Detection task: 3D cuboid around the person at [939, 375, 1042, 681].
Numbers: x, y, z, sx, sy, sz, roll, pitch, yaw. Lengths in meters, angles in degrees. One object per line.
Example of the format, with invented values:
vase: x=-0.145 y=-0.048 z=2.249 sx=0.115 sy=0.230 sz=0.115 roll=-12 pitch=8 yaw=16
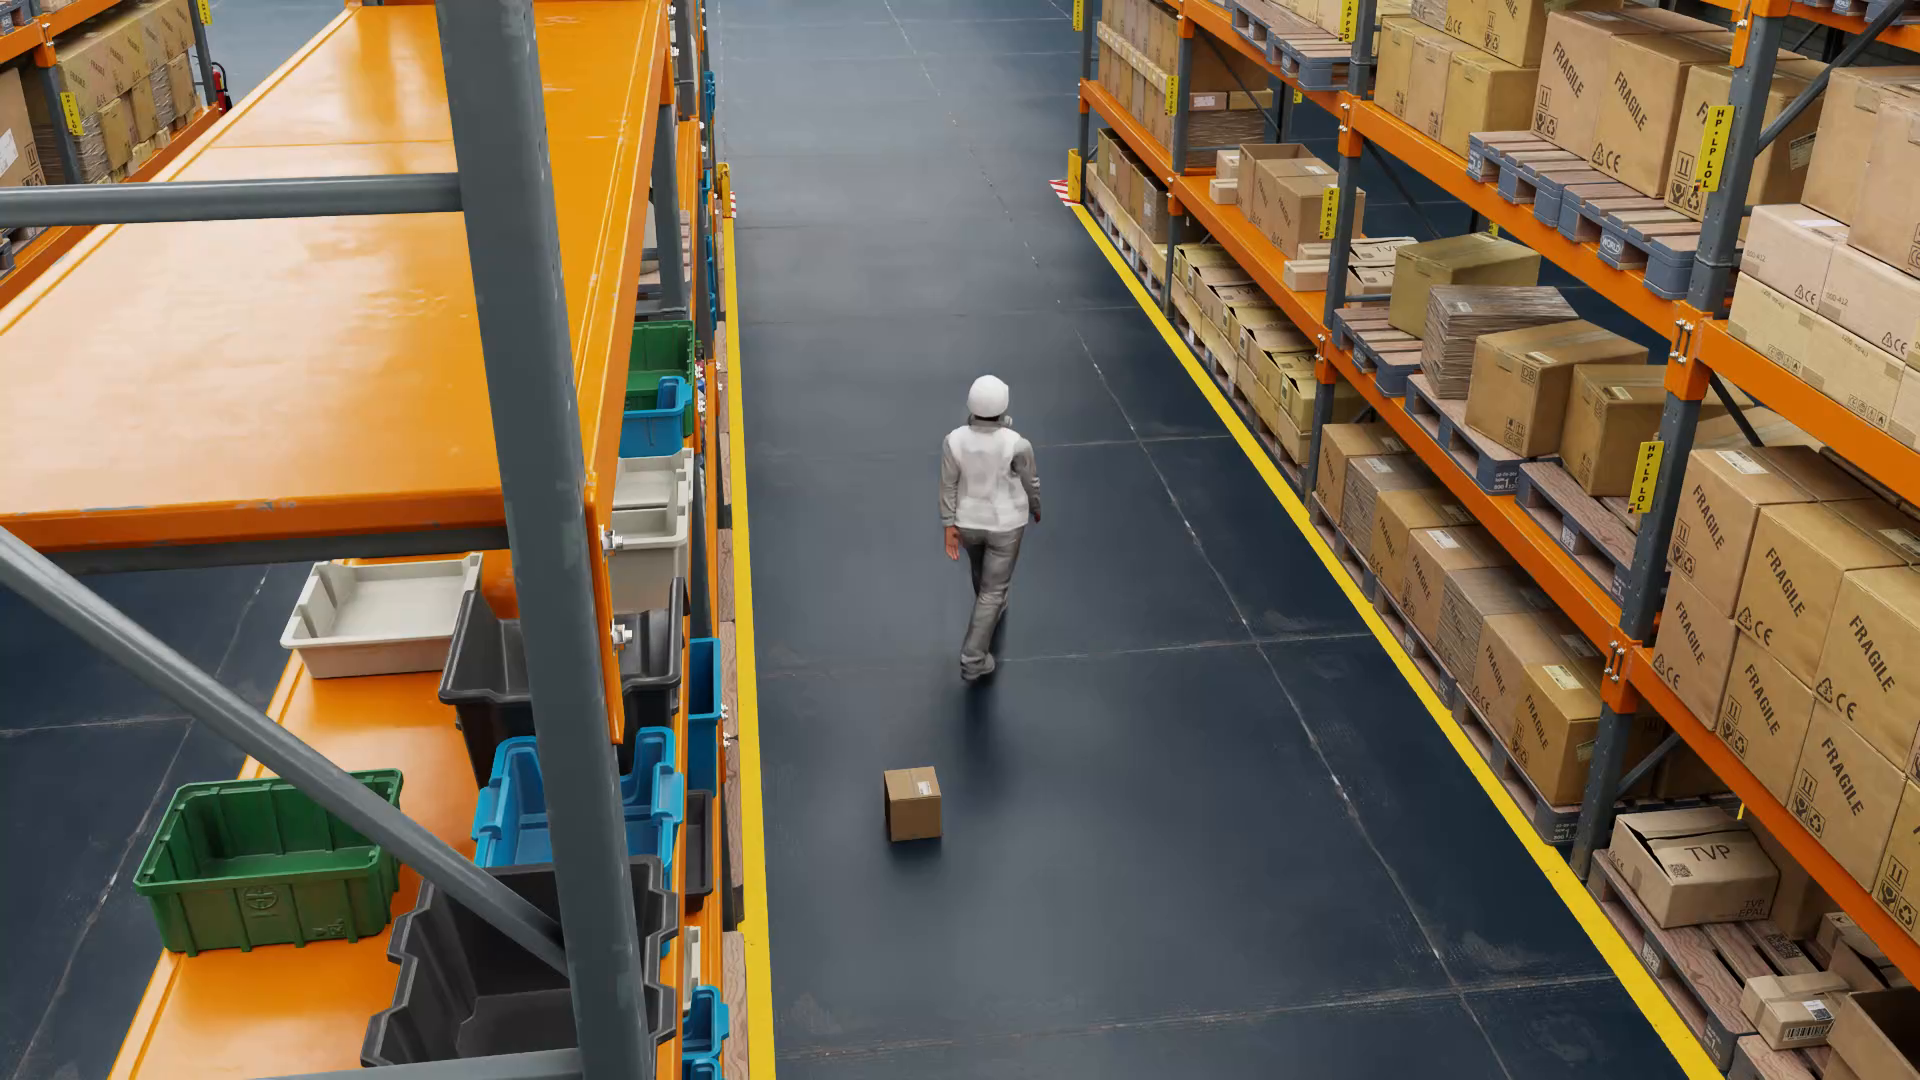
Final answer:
person: x=0.186 y=-0.138 z=9.359 sx=0.532 sy=1.724 sz=1.045 roll=10 pitch=29 yaw=19
